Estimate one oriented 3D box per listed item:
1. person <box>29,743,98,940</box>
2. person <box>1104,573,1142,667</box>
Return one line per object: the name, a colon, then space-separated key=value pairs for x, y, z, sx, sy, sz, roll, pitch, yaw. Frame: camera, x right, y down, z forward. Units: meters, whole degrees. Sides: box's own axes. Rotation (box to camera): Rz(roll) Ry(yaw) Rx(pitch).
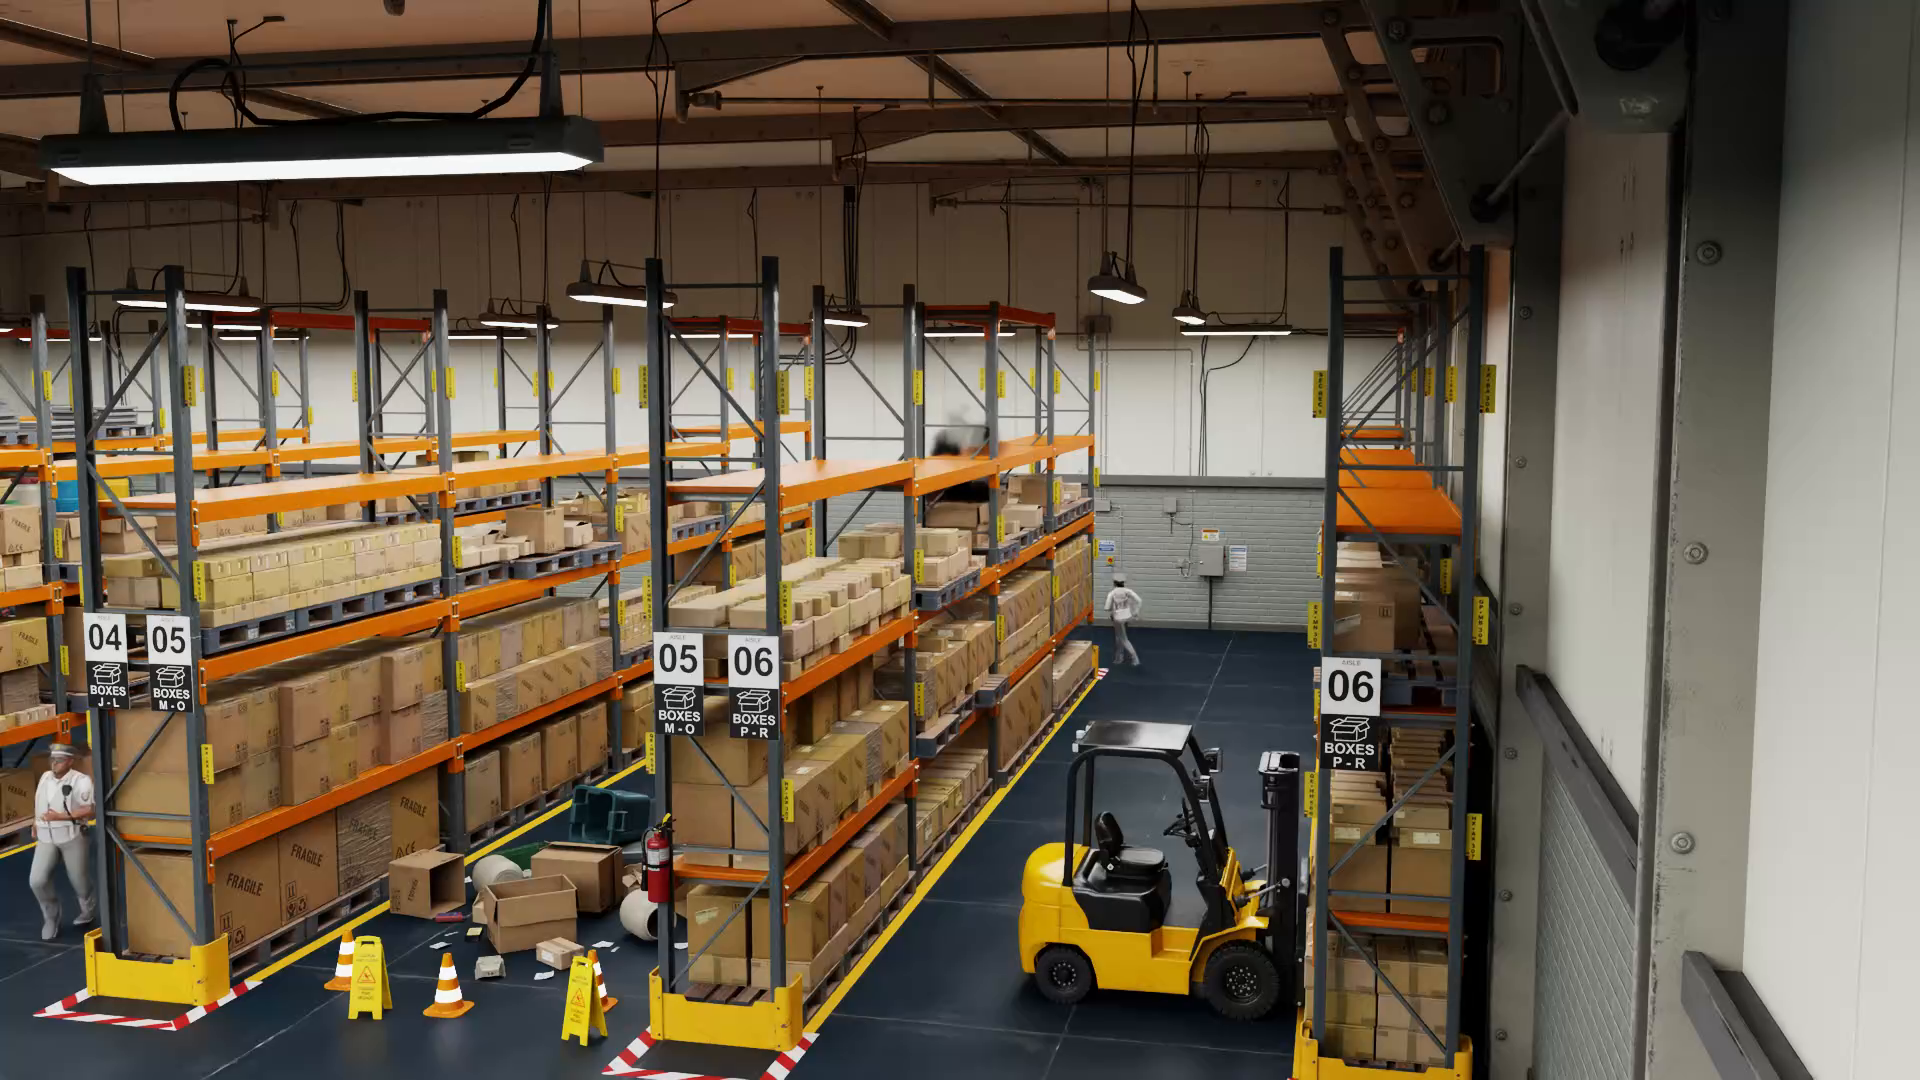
person: x=-8.233 y=2.756 z=15.248 sx=0.635 sy=1.828 sz=0.744 roll=0 pitch=6 yaw=-2
person: x=2.771 y=1.401 z=28.928 sx=0.603 sy=1.692 sz=0.794 roll=-3 pitch=7 yaw=-30
